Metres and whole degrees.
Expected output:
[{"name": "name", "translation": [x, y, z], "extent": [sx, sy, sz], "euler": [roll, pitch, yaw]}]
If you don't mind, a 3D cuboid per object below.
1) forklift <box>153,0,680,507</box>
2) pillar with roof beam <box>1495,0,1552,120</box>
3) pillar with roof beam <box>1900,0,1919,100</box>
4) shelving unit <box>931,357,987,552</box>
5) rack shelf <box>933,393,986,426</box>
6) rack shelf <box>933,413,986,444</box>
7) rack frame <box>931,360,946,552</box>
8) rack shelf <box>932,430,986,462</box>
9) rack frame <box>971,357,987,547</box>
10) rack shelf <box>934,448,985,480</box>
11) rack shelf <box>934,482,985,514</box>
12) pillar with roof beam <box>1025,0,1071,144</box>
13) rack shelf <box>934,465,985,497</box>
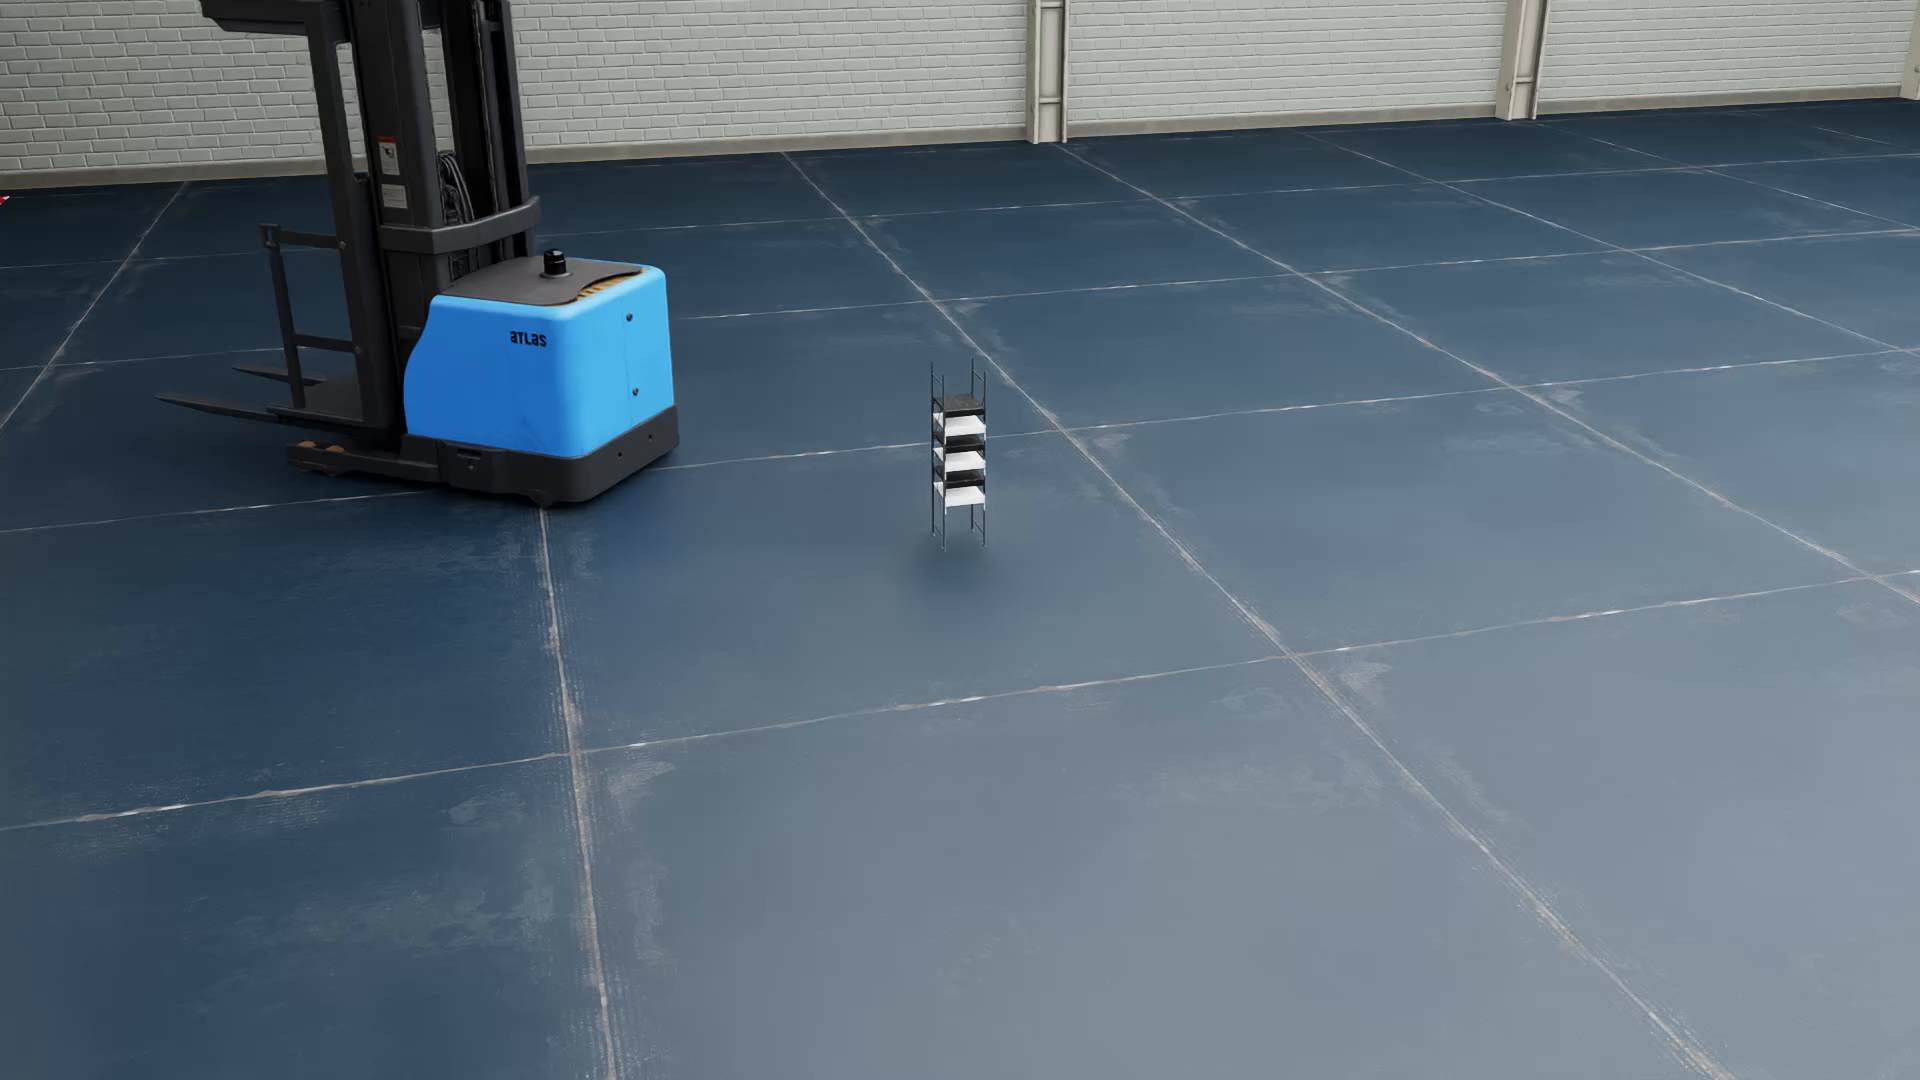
[{"name": "forklift", "translation": [-3.141, -1.874, 8.900], "extent": [3.031, 2.935, 1.130], "euler": [9, 25, 20]}, {"name": "pillar with roof beam", "translation": [7.909, -7.639, 14.641], "extent": [0.400, 9.000, 9.100], "euler": [-6, 24, -14]}, {"name": "pillar with roof beam", "translation": [13.686, -8.278, 16.131], "extent": [0.400, 9.000, 9.100], "euler": [-6, 24, -14]}, {"name": "shelving unit", "translation": [-0.008, -0.413, 8.071], "extent": [0.210, 0.900, 0.258], "euler": [-6, 24, -14]}, {"name": "rack shelf", "translation": [-0.008, -0.630, 7.977], "extent": [0.200, 0.077, 0.258], "euler": [-6, 24, -14]}, {"name": "rack shelf", "translation": [-0.008, -0.547, 8.013], "extent": [0.200, 0.077, 0.258], "euler": [-6, 24, -14]}, {"name": "rack frame", "translation": [-0.106, -0.402, 8.045], "extent": [0.006, 0.900, 0.240], "euler": [-6, 24, -14]}, {"name": "rack shelf", "translation": [-0.008, -0.465, 8.048], "extent": [0.200, 0.077, 0.258], "euler": [-6, 24, -14]}, {"name": "rack frame", "translation": [0.090, -0.424, 8.096], "extent": [0.006, 0.900, 0.240], "euler": [-6, 24, -14]}, {"name": "rack shelf", "translation": [-0.008, -0.382, 8.084], "extent": [0.200, 0.077, 0.258], "euler": [-6, 24, -14]}, {"name": "rack shelf", "translation": [-0.008, -0.217, 8.155], "extent": [0.200, 0.077, 0.258], "euler": [-6, 24, -14]}, {"name": "pillar with roof beam", "translation": [2.132, -7.000, 13.152], "extent": [0.400, 9.000, 9.100], "euler": [-6, 24, -14]}, {"name": "rack shelf", "translation": [-0.008, -0.299, 8.119], "extent": [0.200, 0.077, 0.258], "euler": [-6, 24, -14]}]
